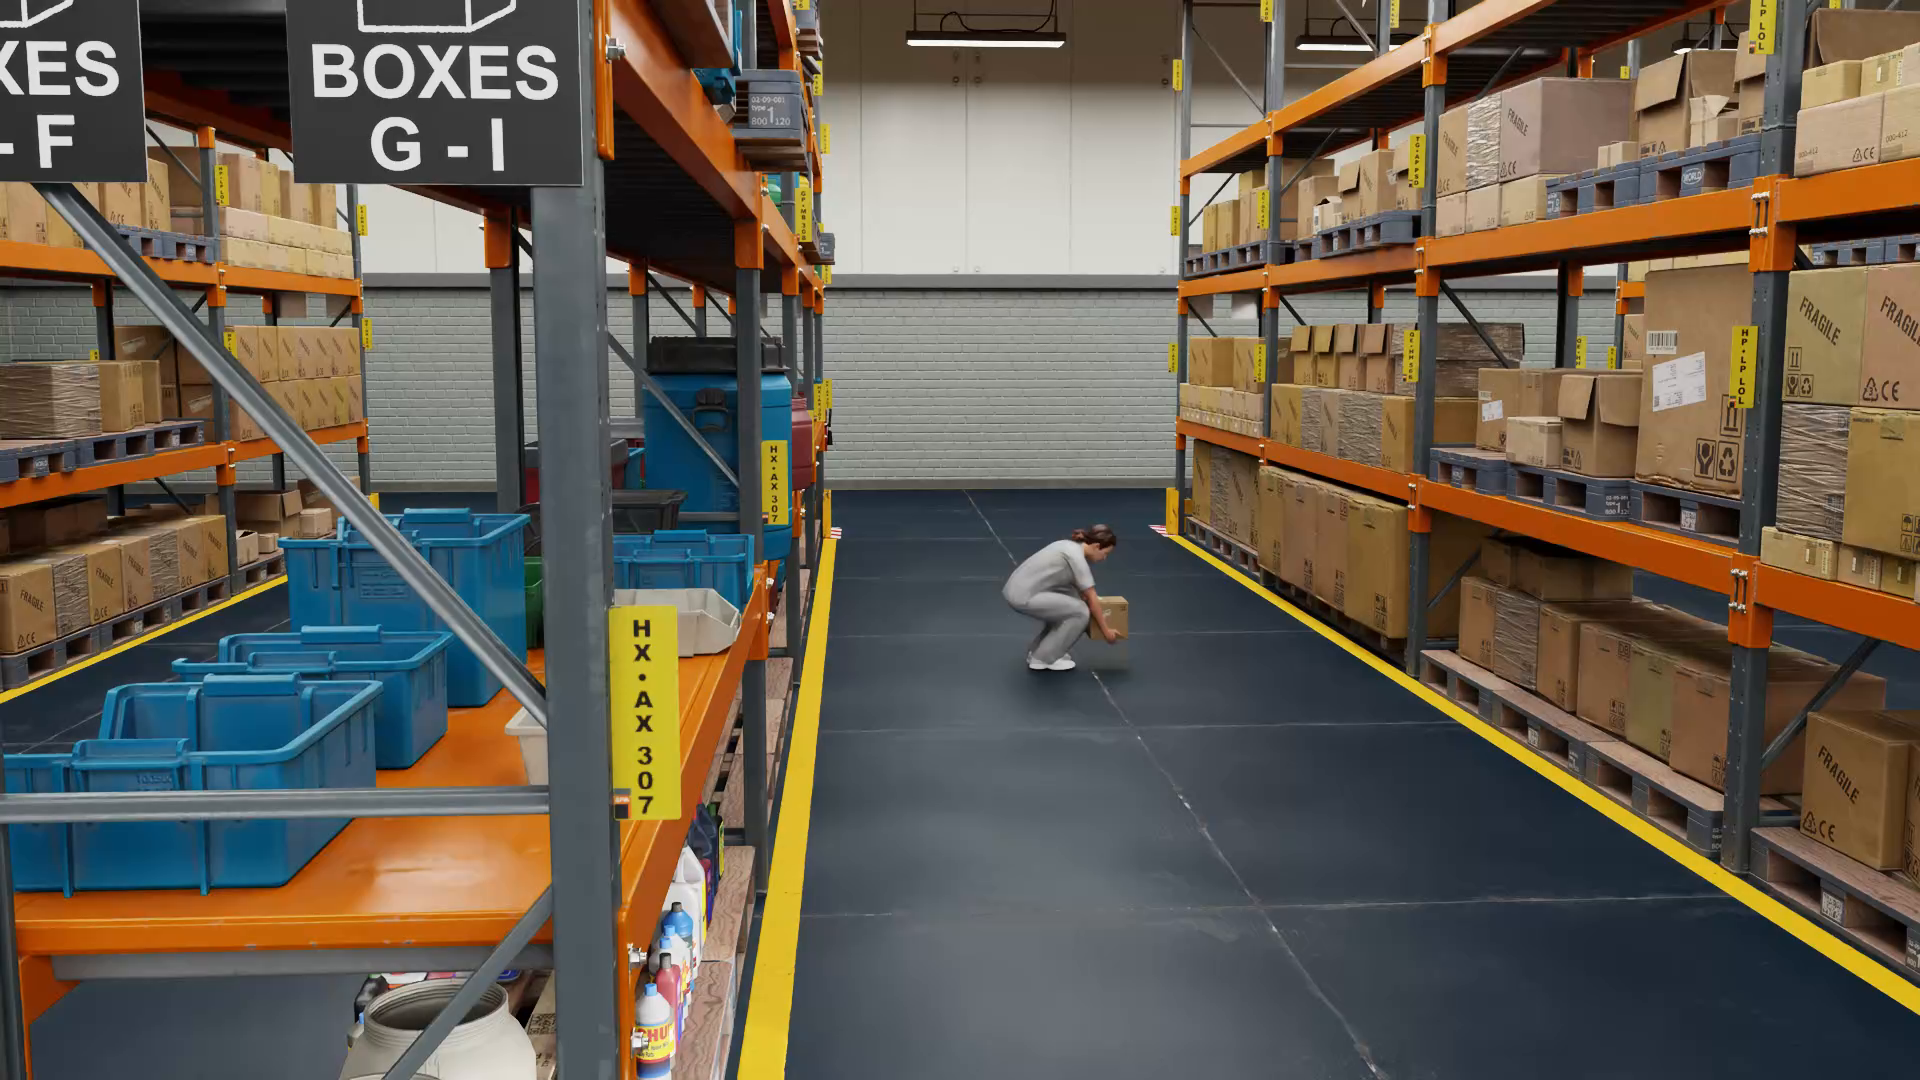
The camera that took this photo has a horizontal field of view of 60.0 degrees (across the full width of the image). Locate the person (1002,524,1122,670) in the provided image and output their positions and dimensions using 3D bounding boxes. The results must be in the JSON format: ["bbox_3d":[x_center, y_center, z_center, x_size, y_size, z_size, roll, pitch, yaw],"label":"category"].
[{"bbox_3d":[0.679,0.378,11.149,0.794,0.958,0.455,-1,7,-5],"label":"person"}]
